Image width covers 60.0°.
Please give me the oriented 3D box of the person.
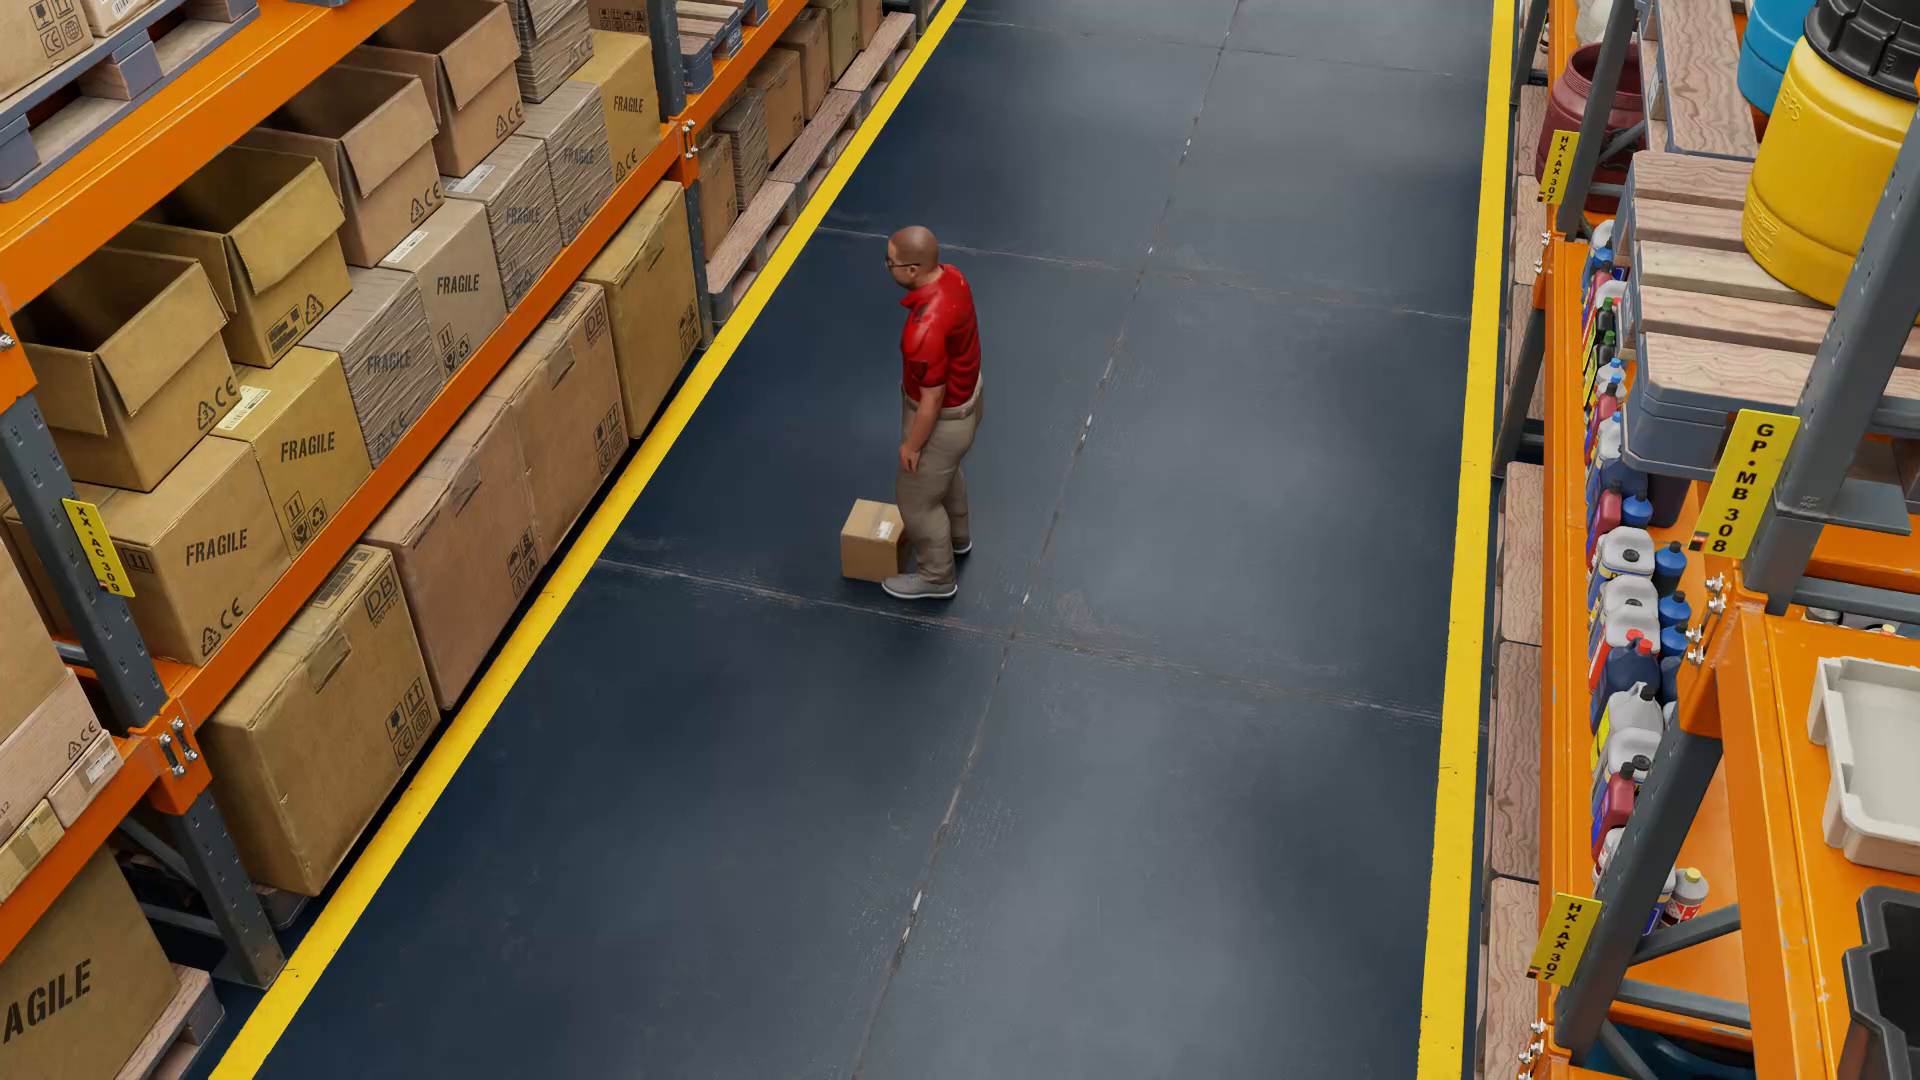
[{"bbox_3d":[-0.115,-0.512,6.763,0.394,1.726,0.580,9,41,10],"label":"person"}]
